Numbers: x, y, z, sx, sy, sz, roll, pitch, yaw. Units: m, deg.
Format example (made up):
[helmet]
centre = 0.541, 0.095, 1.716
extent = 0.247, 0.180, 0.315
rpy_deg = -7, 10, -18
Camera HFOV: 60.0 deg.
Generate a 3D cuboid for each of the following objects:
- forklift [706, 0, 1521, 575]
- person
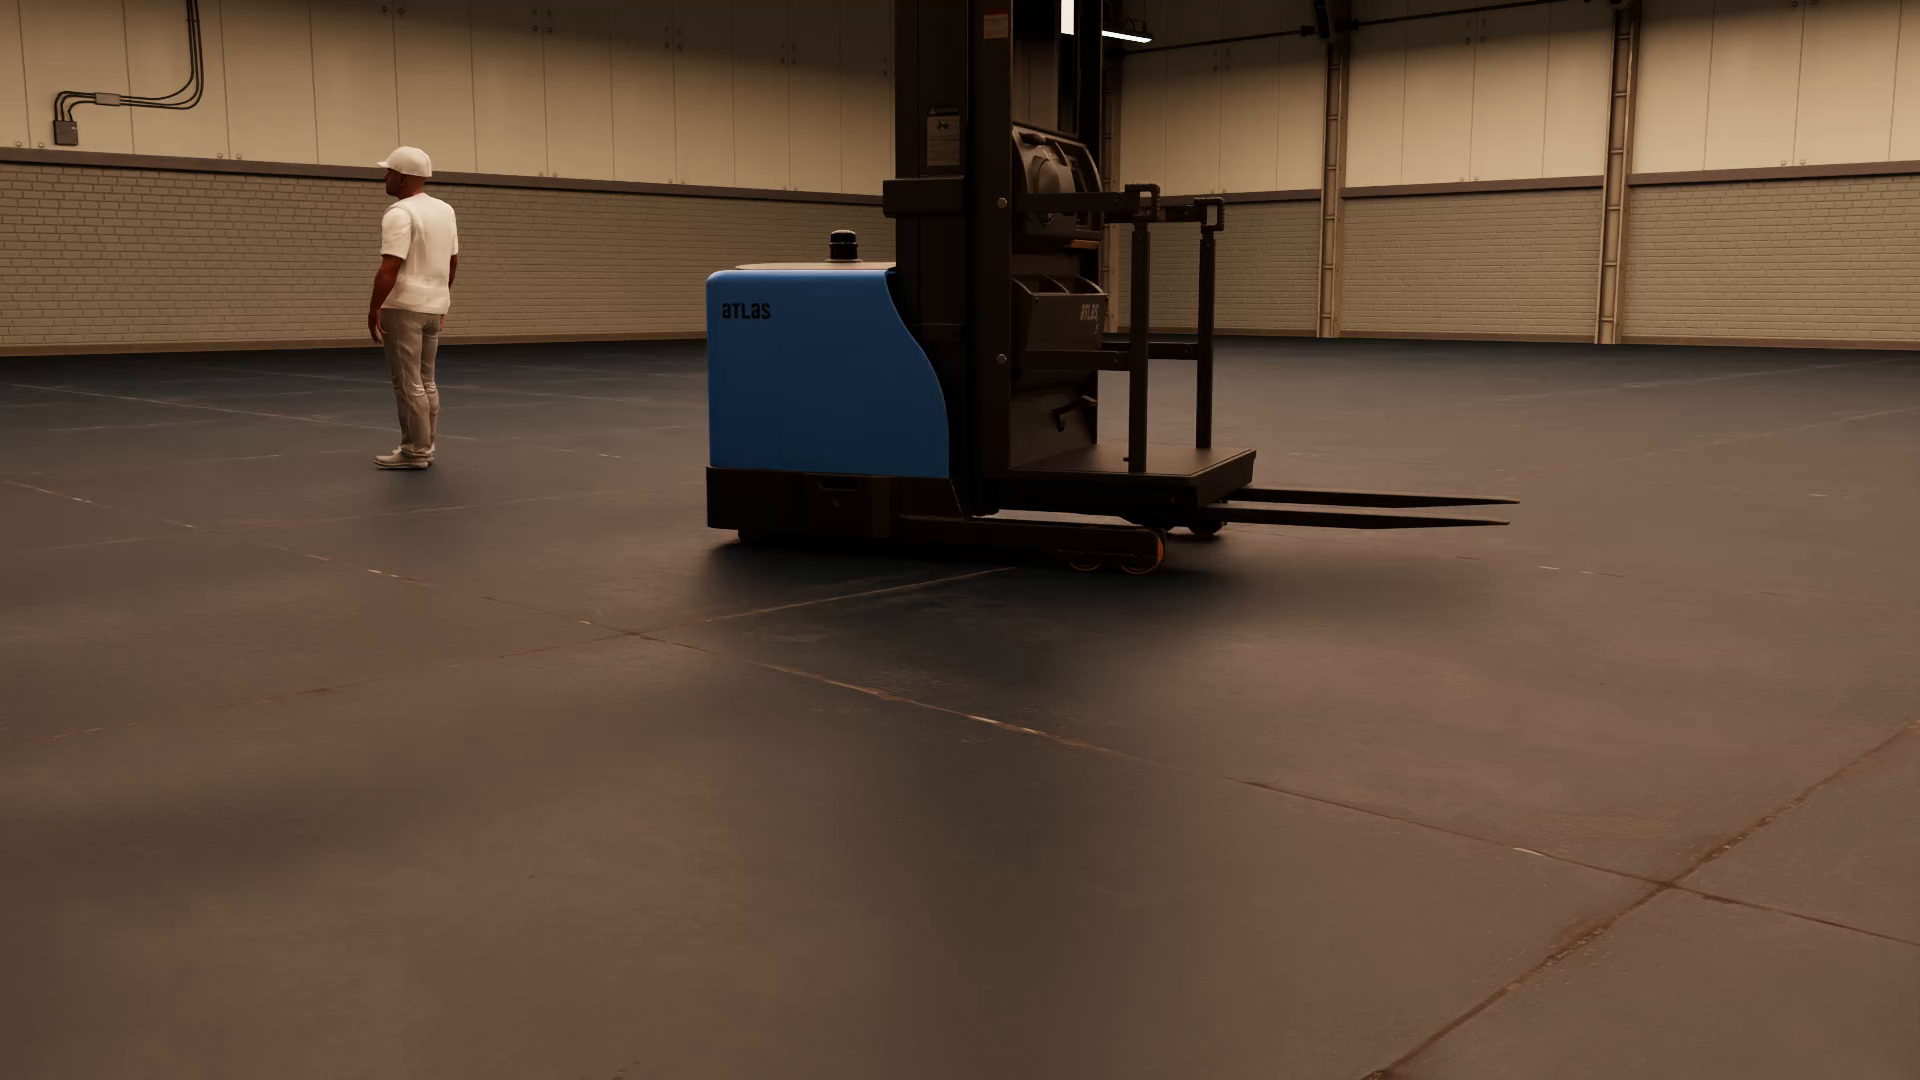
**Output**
[forklift]
centre = 0.565, -1.416, 6.275
extent = 3.031, 2.935, 1.130
rpy_deg = 3, 9, 22
[person]
centre = -3.125, -1.287, 9.287
extent = 0.574, 1.769, 0.665
rpy_deg = 2, 9, 16
